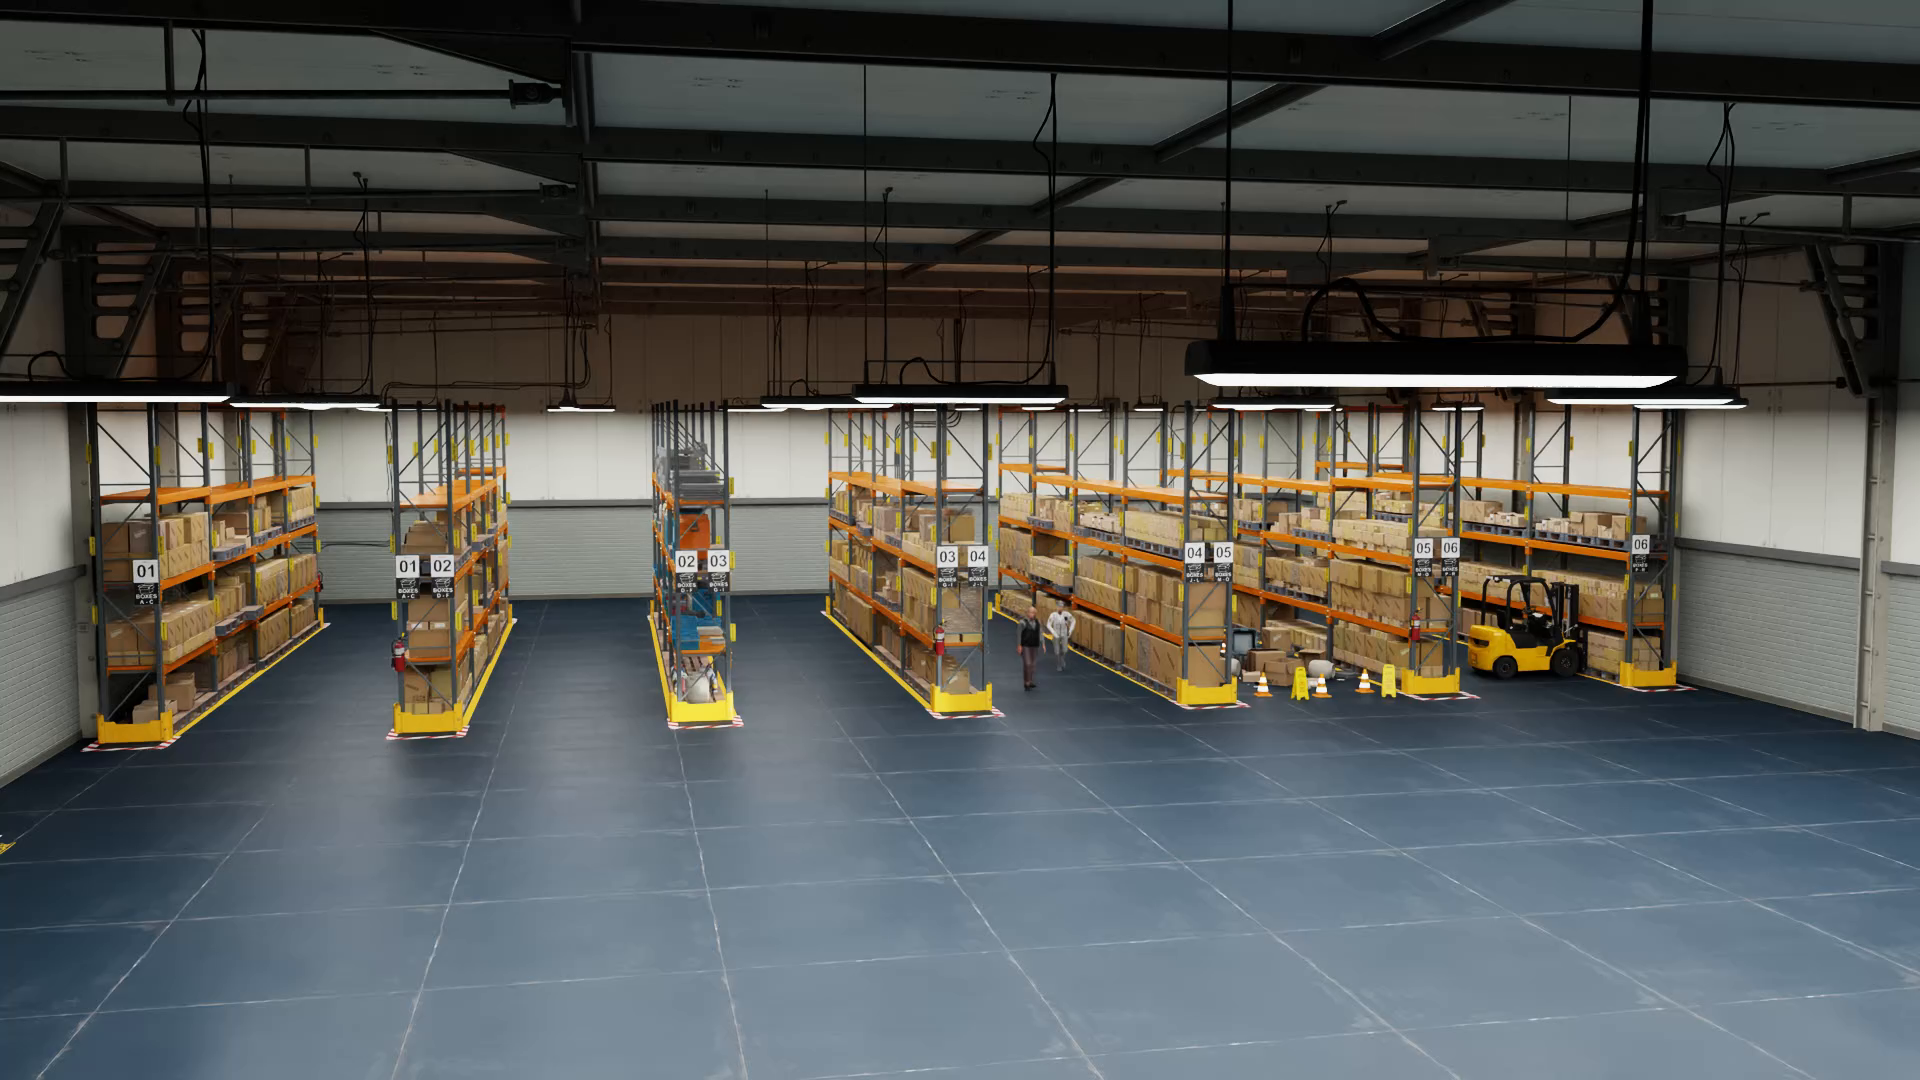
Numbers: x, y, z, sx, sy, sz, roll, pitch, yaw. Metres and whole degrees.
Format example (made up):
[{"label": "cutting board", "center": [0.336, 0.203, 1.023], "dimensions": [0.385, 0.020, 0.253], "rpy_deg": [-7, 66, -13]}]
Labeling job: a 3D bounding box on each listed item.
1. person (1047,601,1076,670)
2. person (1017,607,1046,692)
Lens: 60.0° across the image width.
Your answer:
[{"label": "person", "center": [2.262, 2.128, 37.088], "dimensions": [0.660, 1.611, 0.699], "rpy_deg": [0, 4, 0]}, {"label": "person", "center": [1.469, 2.273, 34.655], "dimensions": [0.587, 1.787, 0.505], "rpy_deg": [-2, 5, -30]}]
